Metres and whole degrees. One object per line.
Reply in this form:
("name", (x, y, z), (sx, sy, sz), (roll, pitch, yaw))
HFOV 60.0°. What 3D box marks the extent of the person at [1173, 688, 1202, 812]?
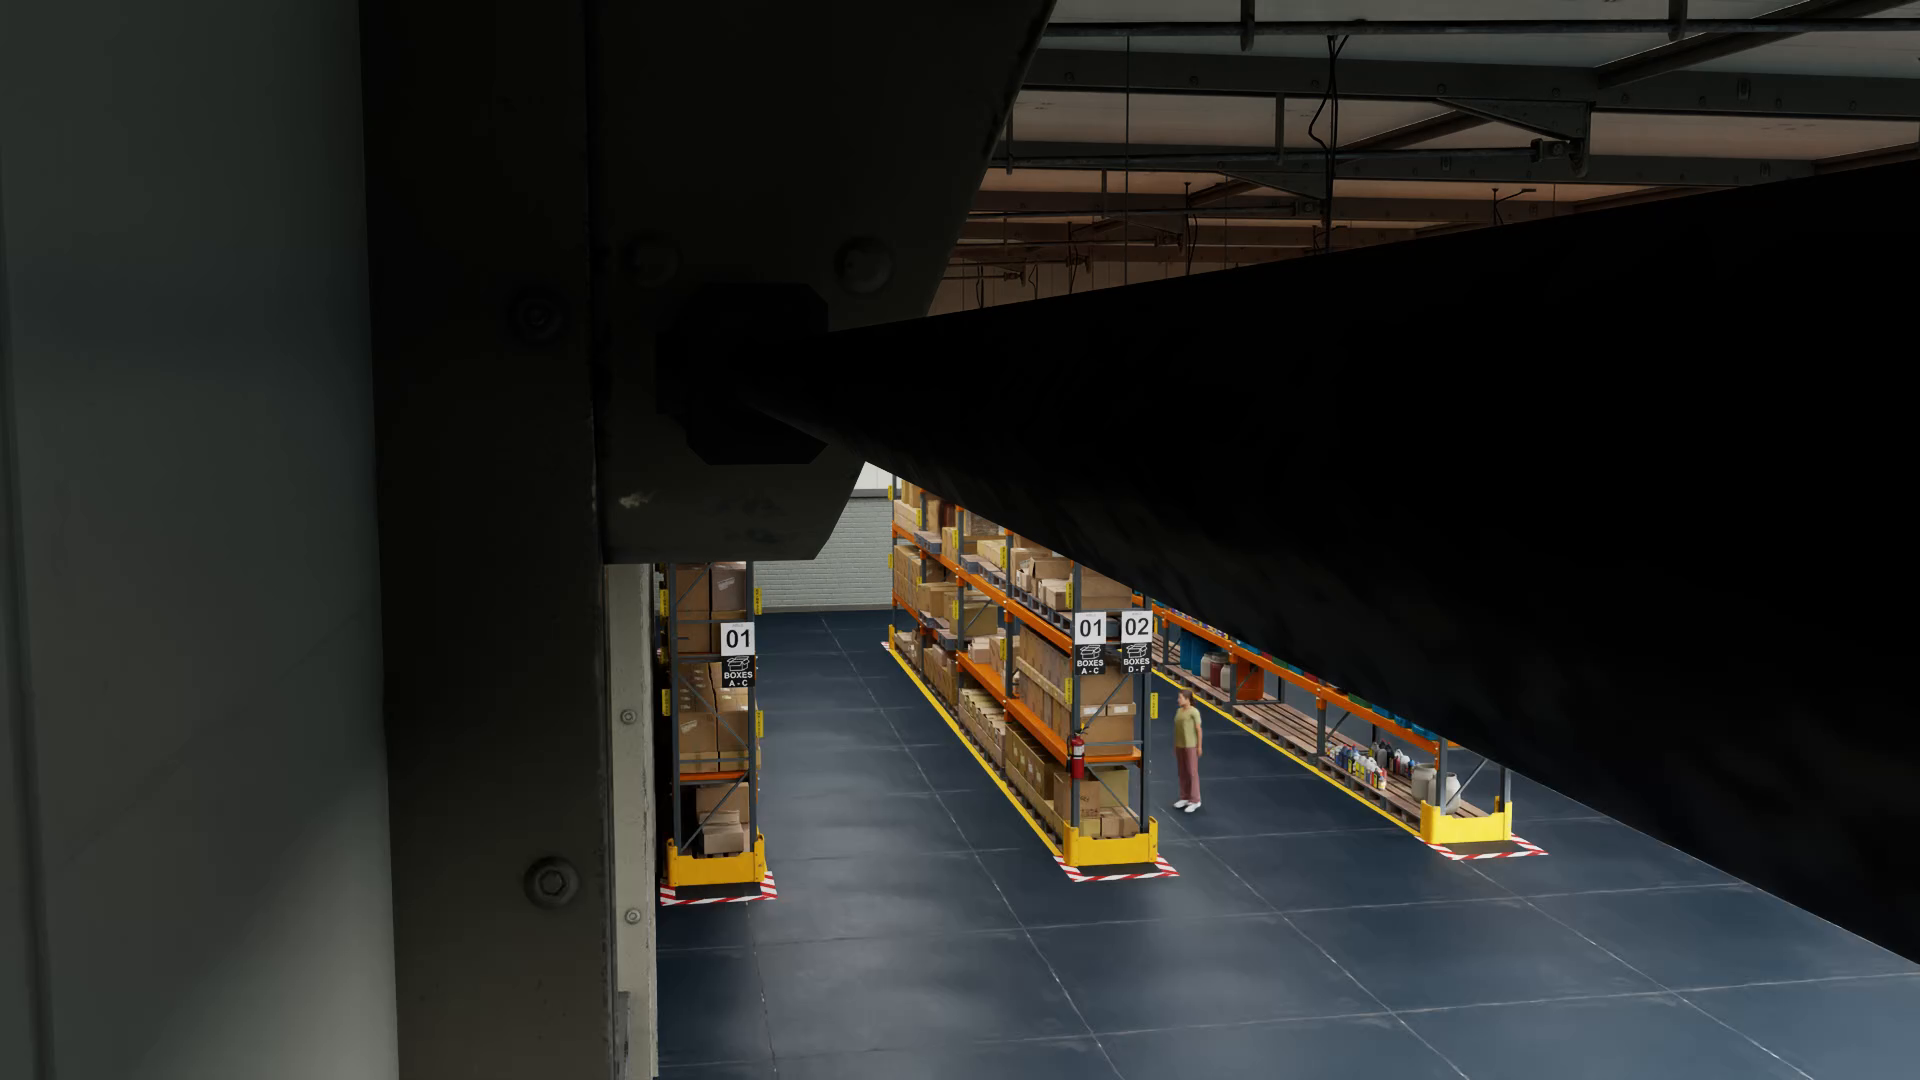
("person", (3.202, 2.959, 23.579), (0.411, 1.701, 0.536), (-4, 8, -35))
